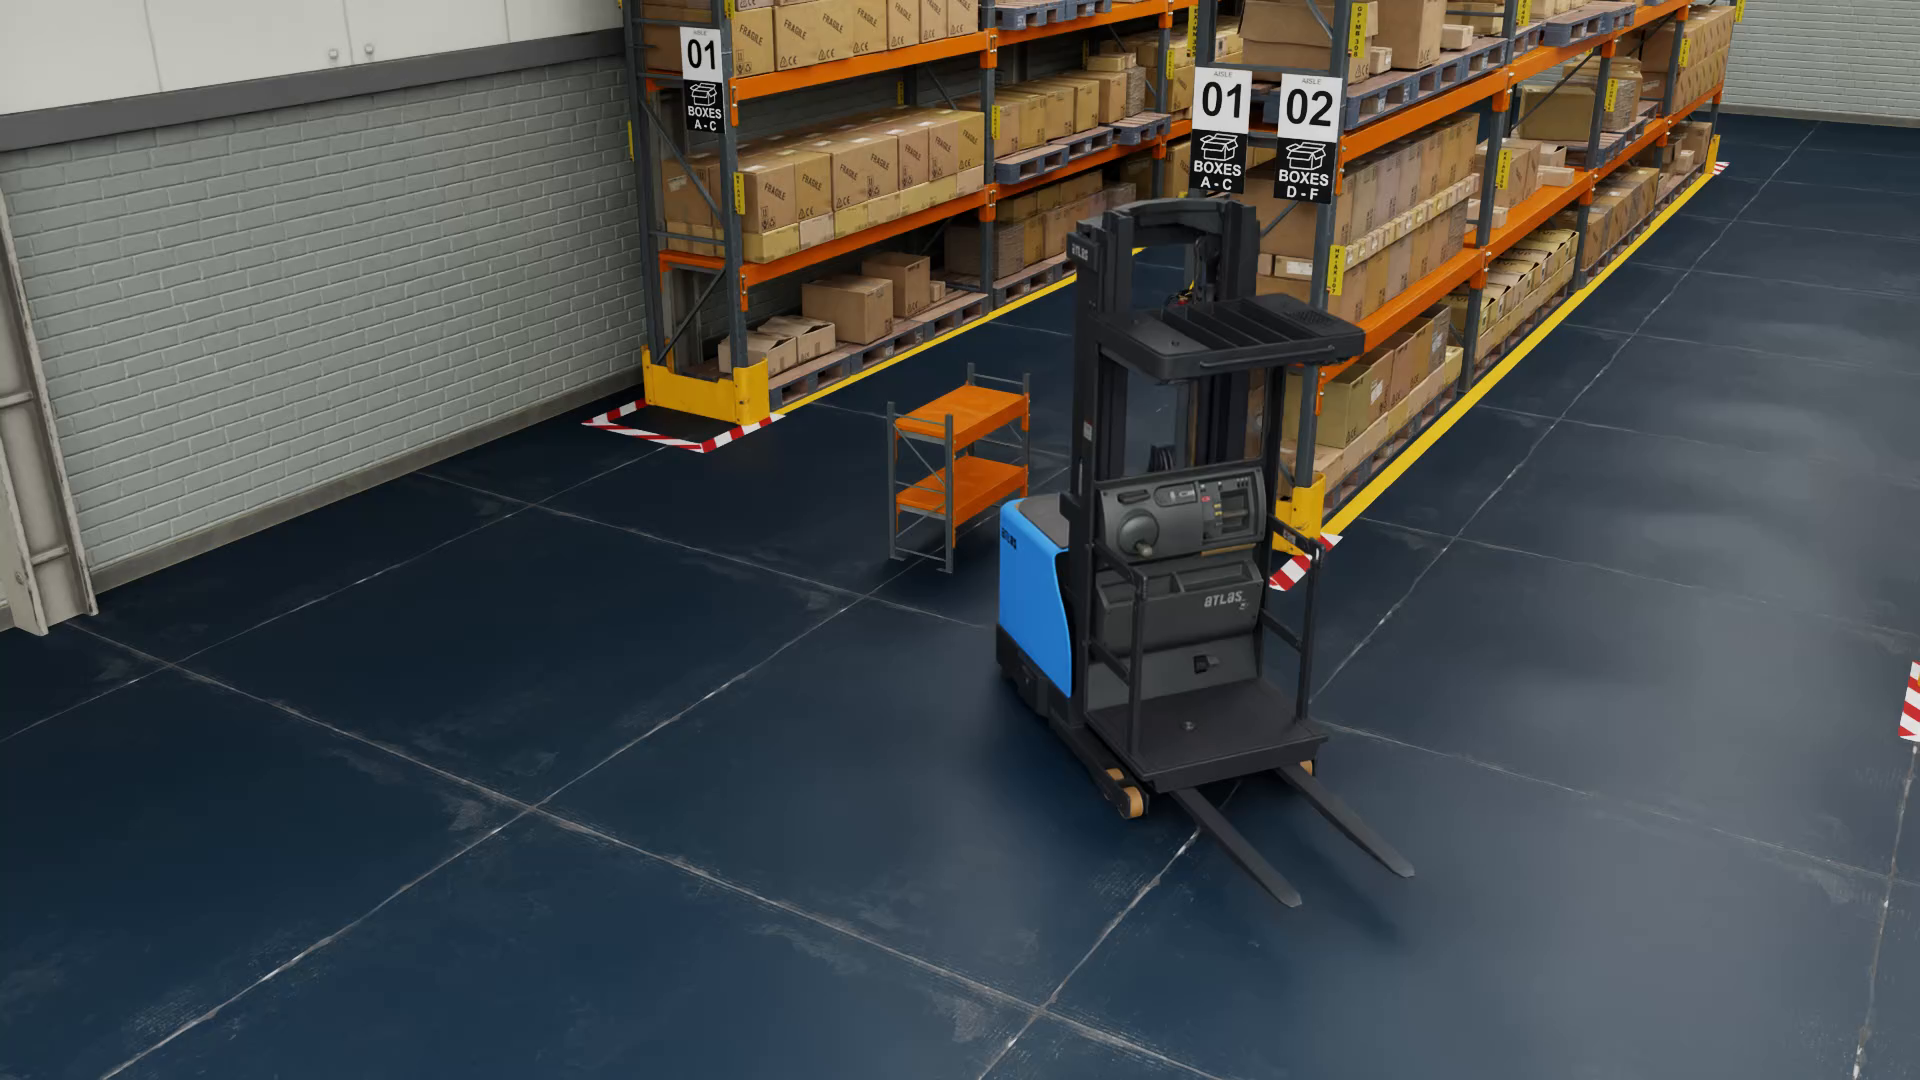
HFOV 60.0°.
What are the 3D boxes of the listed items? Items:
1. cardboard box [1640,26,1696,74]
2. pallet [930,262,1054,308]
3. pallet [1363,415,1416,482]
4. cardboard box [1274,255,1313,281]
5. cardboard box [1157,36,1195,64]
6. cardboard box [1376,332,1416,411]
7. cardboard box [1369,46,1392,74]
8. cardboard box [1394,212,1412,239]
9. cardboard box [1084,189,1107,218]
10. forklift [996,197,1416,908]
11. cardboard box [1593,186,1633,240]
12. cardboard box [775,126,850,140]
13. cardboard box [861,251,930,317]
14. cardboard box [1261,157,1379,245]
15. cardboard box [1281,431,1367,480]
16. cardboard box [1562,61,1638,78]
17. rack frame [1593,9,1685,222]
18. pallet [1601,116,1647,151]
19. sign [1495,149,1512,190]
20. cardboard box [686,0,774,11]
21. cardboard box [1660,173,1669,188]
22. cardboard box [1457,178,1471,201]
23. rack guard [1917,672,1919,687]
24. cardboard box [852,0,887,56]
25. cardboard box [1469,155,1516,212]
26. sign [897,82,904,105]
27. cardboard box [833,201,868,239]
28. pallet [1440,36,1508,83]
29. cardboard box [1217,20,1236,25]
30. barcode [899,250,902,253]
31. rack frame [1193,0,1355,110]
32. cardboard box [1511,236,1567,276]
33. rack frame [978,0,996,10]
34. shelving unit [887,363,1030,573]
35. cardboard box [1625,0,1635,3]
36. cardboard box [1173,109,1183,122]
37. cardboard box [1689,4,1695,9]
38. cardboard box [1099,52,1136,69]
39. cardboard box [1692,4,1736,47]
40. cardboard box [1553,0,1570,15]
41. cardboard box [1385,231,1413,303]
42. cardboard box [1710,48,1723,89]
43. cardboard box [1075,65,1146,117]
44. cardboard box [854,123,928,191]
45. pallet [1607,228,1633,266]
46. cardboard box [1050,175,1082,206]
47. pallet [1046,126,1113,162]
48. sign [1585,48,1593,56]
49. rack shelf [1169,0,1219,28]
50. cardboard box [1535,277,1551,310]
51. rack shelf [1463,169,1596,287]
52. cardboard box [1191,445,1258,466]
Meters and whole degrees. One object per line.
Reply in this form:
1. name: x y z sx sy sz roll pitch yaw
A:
1. cardboard box: 8.802 -6.100 20.682 0.500 0.500 0.500 15 27 30
2. pallet: 0.294 -2.816 17.988 1.003 0.211 1.213 14 27 29
3. pallet: 2.997 -0.843 13.431 1.003 0.211 1.213 14 27 29
4. cardboard box: 2.375 -1.876 11.366 0.380 0.149 0.250 14 27 29
5. cardboard box: 2.736 -5.999 20.362 0.500 0.250 0.500 13 27 28
6. cardboard box: 3.250 -1.361 13.106 0.500 0.500 0.500 14 27 29
7. cardboard box: 2.755 -3.324 11.488 0.380 0.149 0.250 14 27 29
8. cardboard box: 3.186 -2.395 12.564 0.380 0.149 0.250 14 27 29
9. cardboard box: 1.288 -3.834 19.423 0.700 0.500 0.500 14 27 29
10. forklift: 1.227 -0.112 8.320 1.130 2.935 3.031 -9 25 -20
11. cardboard box: 7.499 -3.817 19.385 0.500 0.500 0.500 13 27 27
12. cardboard box: -1.349 -3.484 15.241 0.500 0.500 0.500 14 27 30
13. cardboard box: -0.629 -2.528 16.407 0.500 0.500 0.500 12 26 25
14. cardboard box: 2.543 -2.438 11.847 0.700 0.500 0.500 13 27 28
15. cardboard box: 2.717 -0.680 12.478 0.500 0.250 0.500 14 27 29
16. cardboard box: 7.566 -5.376 19.738 0.700 0.500 0.500 19 30 37
17. rack frame: 8.315 -5.496 20.669 1.000 3.000 0.127 14 27 29
18. pallet: 7.227 -4.715 19.107 1.003 0.211 1.213 14 27 29
19. sign: 4.567 -3.113 13.977 0.100 0.325 0.005 14 27 29
20. cardboard box: -1.816 -4.452 13.073 0.500 0.500 0.500 12 26 25
21. cardboard box: 9.168 -4.788 22.046 0.380 0.166 0.250 14 27 29
22. cardboard box: 4.001 -2.919 13.775 0.380 0.149 0.250 13 27 28
23. rack guard: 6.191 0.705 9.491 1.175 0.500 0.348 14 27 29
24. cardboard box: -0.988 -4.509 14.464 0.500 0.500 0.500 16 28 32
25. cardboard box: 4.792 -3.275 15.413 0.500 0.500 0.500 16 28 33
26. sign: -0.589 -4.479 16.863 0.100 0.325 0.005 14 27 29
27. cardboard box: -1.163 -2.870 14.767 0.500 0.250 0.500 13 27 28
28. pallet: 3.667 -3.838 13.176 1.003 0.211 1.213 14 27 29
29. cardboard box: 3.370 -6.789 22.188 0.500 0.250 0.500 14 27 30
30. barcode: -0.604 -2.902 16.868 0.001 0.075 0.075 14 27 29
31. rack frame: 1.985 -4.199 10.121 1.000 3.000 0.127 14 27 29
32. cardboard box: 5.869 -2.929 16.966 0.500 0.311 0.500 13 27 28
33. rack frame: -0.116 -6.585 15.635 1.000 3.000 0.127 14 27 29
34. shelving unit: 0.004 -0.518 11.532 0.538 1.125 1.048 14 27 29
35. cardboard box: 6.675 -5.894 17.689 0.910 0.500 0.500 14 27 29
36. cardboard box: 2.505 -5.222 20.328 0.380 0.149 0.250 14 27 30
37. cardboard box: 9.967 -7.256 23.351 0.500 0.500 0.500 15 27 31
38. cardboard box: 1.838 -5.605 19.426 0.380 0.149 0.250 10 25 22
39. cardboard box: 10.424 -7.142 23.089 0.500 0.500 0.500 14 27 29
40. cardboard box: 5.441 -5.110 15.662 0.500 0.250 0.500 13 27 28
41. cardboard box: 3.056 -2.169 12.859 0.700 0.500 0.500 15 27 31
42. cardboard box: 10.149 -6.507 22.880 0.500 0.500 0.500 14 27 29
43. cardboard box: 1.755 -5.269 19.467 0.700 0.500 0.500 11 26 23
44. cardboard box: -0.635 -3.555 15.406 0.500 0.500 0.500 13 27 27
45. pallet: 7.275 -3.520 19.615 1.003 0.211 1.213 14 27 29
46. cardboard box: 1.038 -3.973 18.802 0.500 0.250 0.500 14 27 29
47. pallet: 0.985 -4.418 18.420 1.003 0.211 1.213 14 27 29
48. sign: 7.850 -6.004 20.754 0.100 0.325 0.005 14 27 29
49. rack shelf: 3.049 -6.904 21.052 1.077 0.370 4.000 14 27 29
50. cardboard box: 5.598 -2.504 16.691 0.500 0.250 0.500 15 27 30
51. rack shelf: 5.150 -3.140 16.134 1.077 0.370 4.000 14 27 29
52. cardboard box: 2.017 -0.619 12.337 0.500 0.250 0.500 14 27 29
